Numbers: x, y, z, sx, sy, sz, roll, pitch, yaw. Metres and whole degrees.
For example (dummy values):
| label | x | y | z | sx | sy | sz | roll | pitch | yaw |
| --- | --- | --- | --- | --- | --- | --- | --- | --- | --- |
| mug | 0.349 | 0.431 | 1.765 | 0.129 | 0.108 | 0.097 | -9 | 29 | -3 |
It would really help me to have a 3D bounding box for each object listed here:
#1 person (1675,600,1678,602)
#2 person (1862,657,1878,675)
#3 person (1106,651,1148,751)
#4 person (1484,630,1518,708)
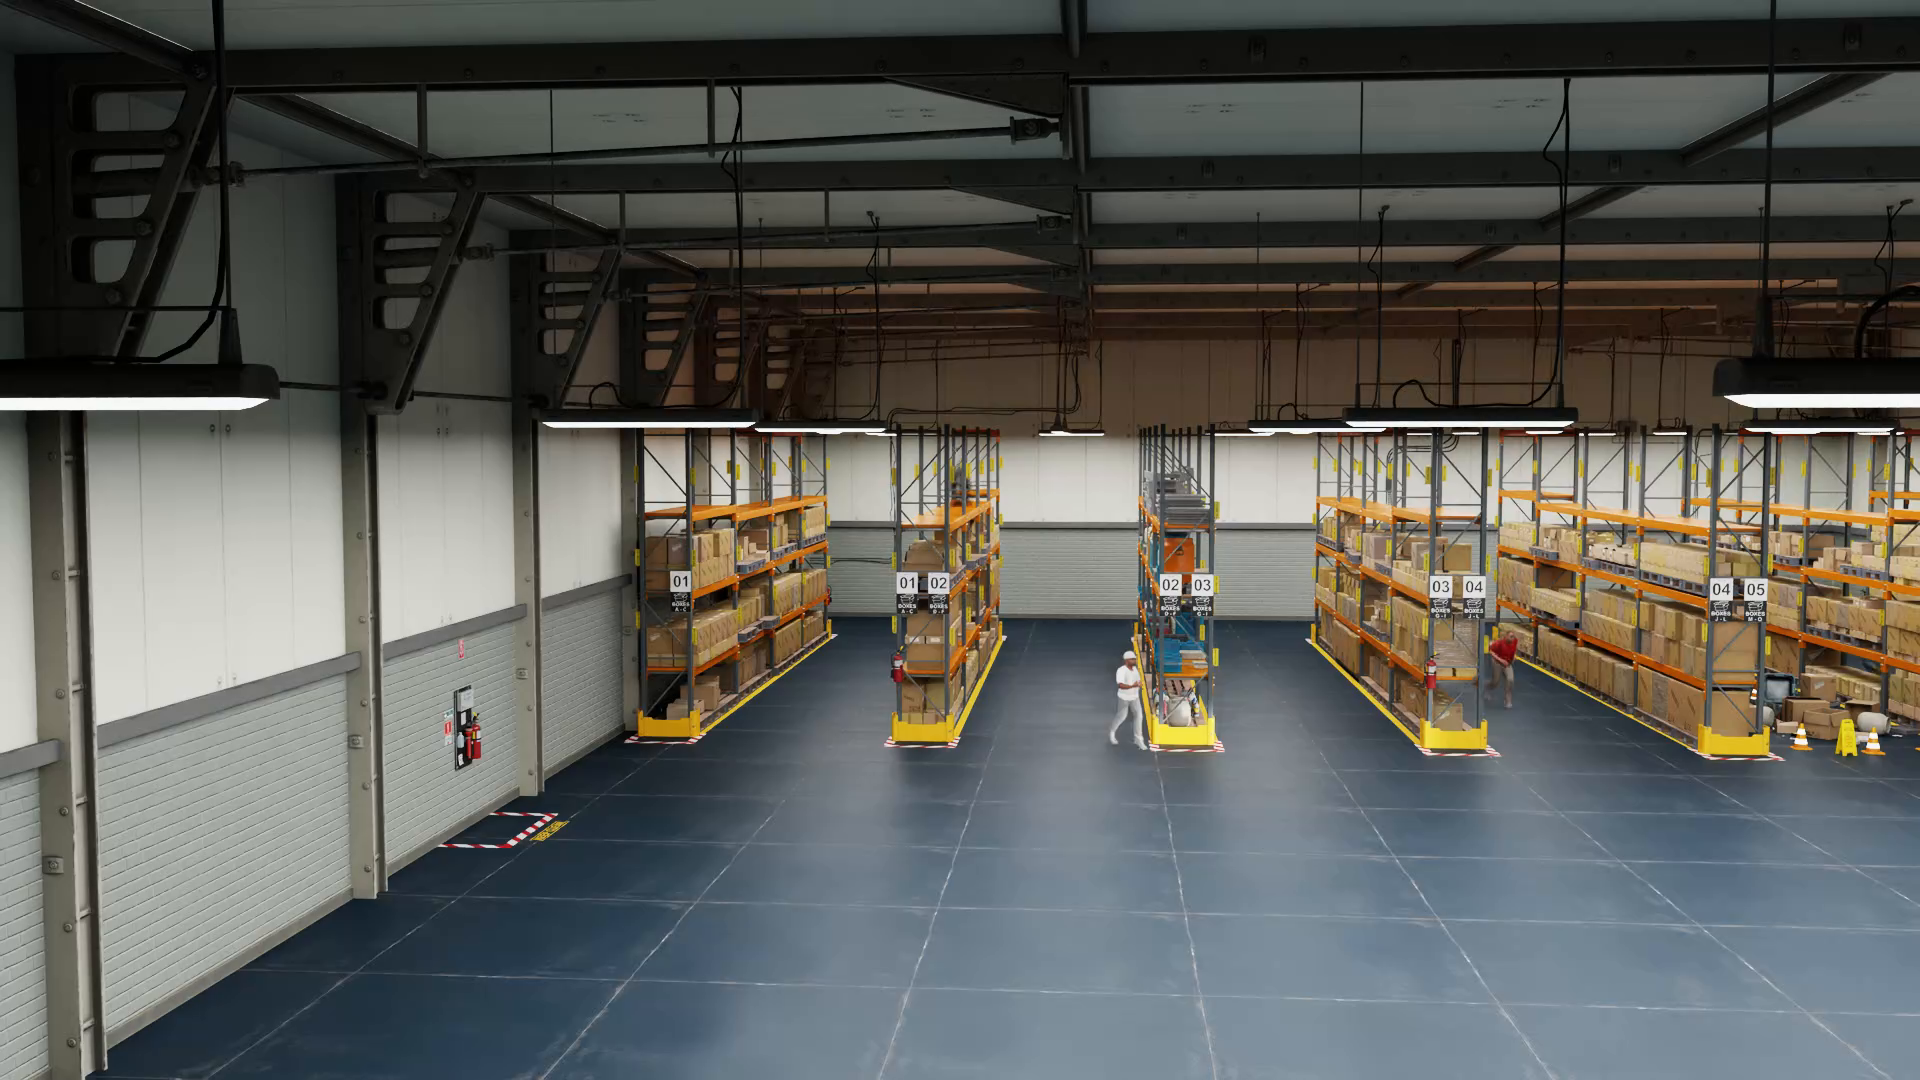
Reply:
| label | x | y | z | sx | sy | sz | roll | pitch | yaw |
| --- | --- | --- | --- | --- | --- | --- | --- | --- | --- |
| person | 20.490 | 2.049 | 47.141 | 0.630 | 1.653 | 0.613 | 2 | 4 | 26 |
| person | 21.265 | 2.522 | 38.784 | 0.682 | 1.706 | 0.785 | 0 | 4 | 8 |
| person | 3.089 | 2.948 | 30.758 | 0.681 | 1.804 | 0.897 | -3 | 5 | -43 |
| person | 11.639 | 2.745 | 35.848 | 0.703 | 1.694 | 1.020 | -1 | 4 | -17 |
